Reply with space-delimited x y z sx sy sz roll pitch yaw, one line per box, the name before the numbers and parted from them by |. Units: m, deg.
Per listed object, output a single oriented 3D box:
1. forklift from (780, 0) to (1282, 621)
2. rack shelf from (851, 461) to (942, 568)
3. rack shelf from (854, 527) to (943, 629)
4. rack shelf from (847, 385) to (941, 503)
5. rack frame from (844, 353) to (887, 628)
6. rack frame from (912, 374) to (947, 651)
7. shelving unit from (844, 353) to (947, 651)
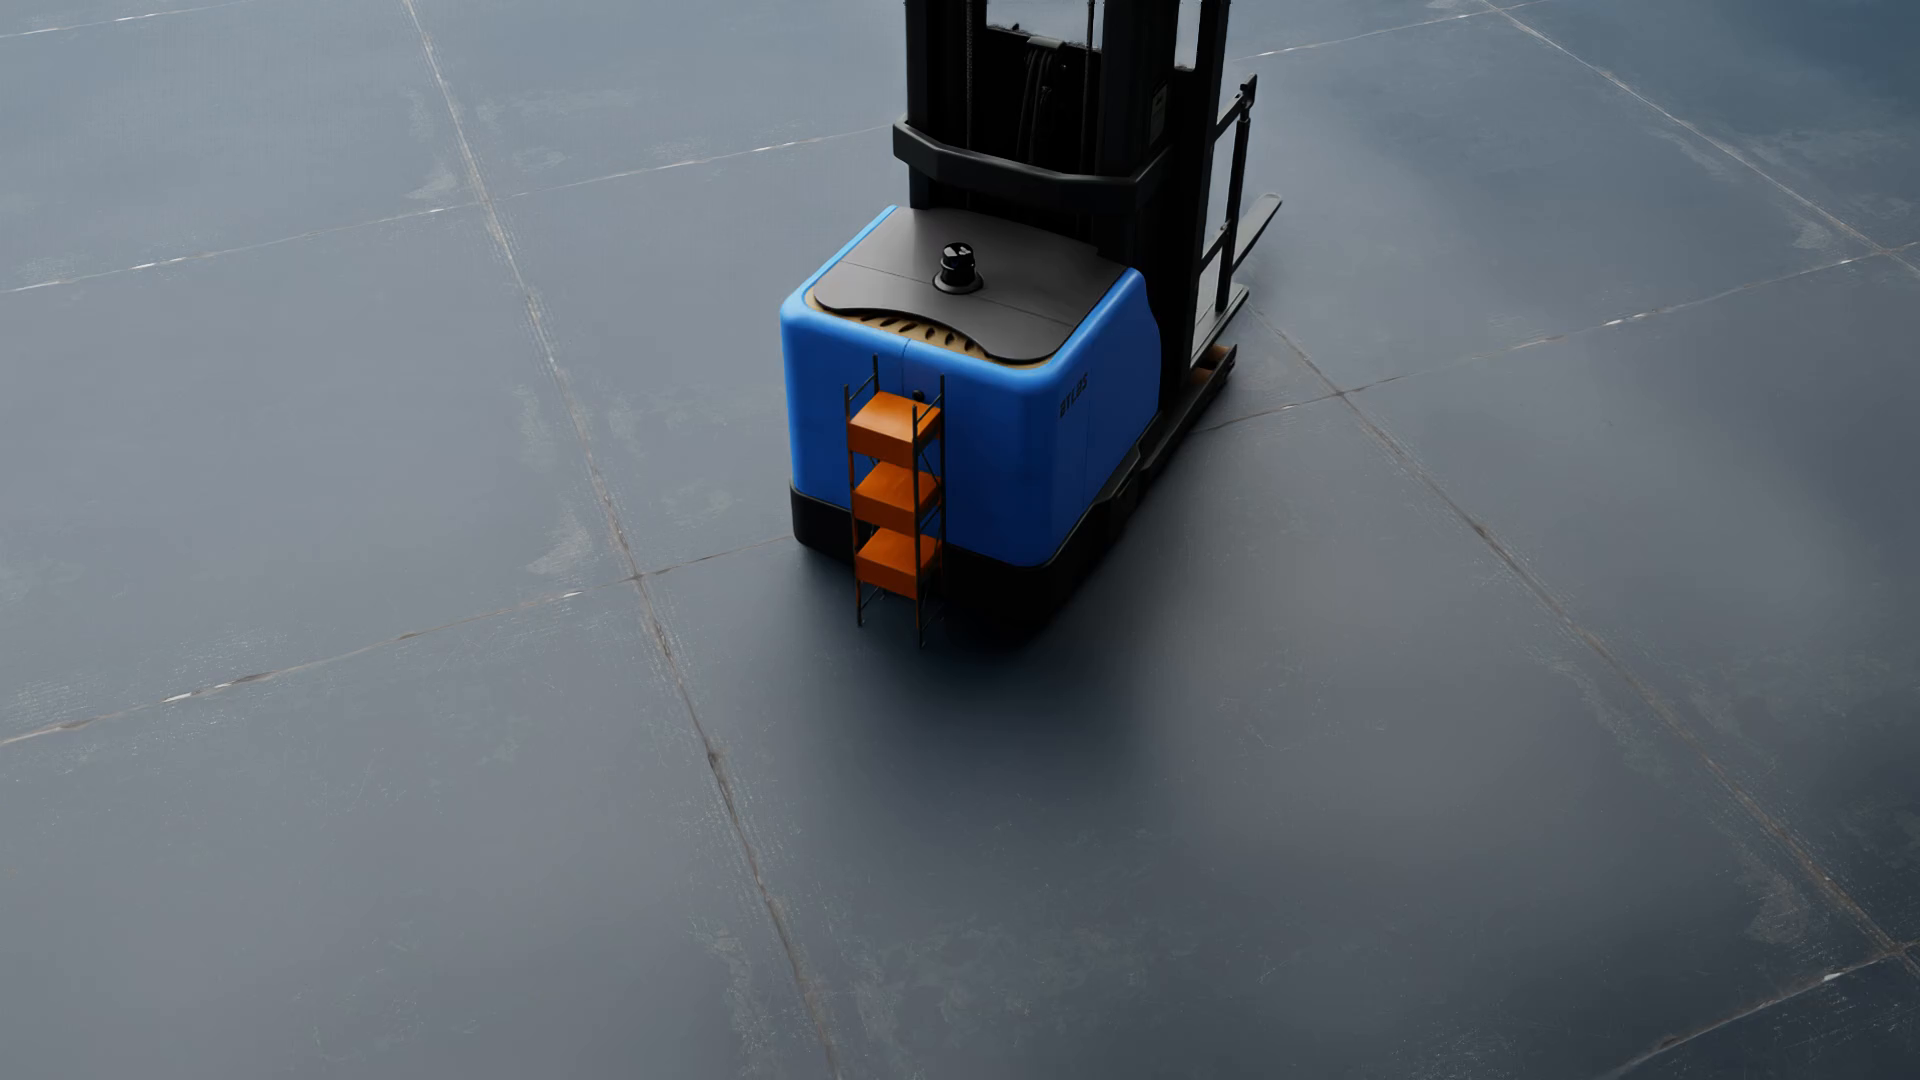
forklift | 0.509 -1.782 6.074 1.130 2.935 3.031 19 44 20
rack shelf | -0.205 -0.098 5.574 0.240 0.259 0.215 19 44 20
rack shelf | -0.205 0.112 5.756 0.240 0.259 0.215 19 44 20
rack shelf | -0.206 -0.312 5.388 0.240 0.259 0.215 19 44 20
rack frame | -0.314 -0.143 5.610 0.008 1.050 0.200 19 44 20
rack frame | -0.097 -0.069 5.525 0.008 1.050 0.200 19 44 20
shelving unit | -0.205 -0.106 5.567 0.252 1.050 0.215 19 44 20
